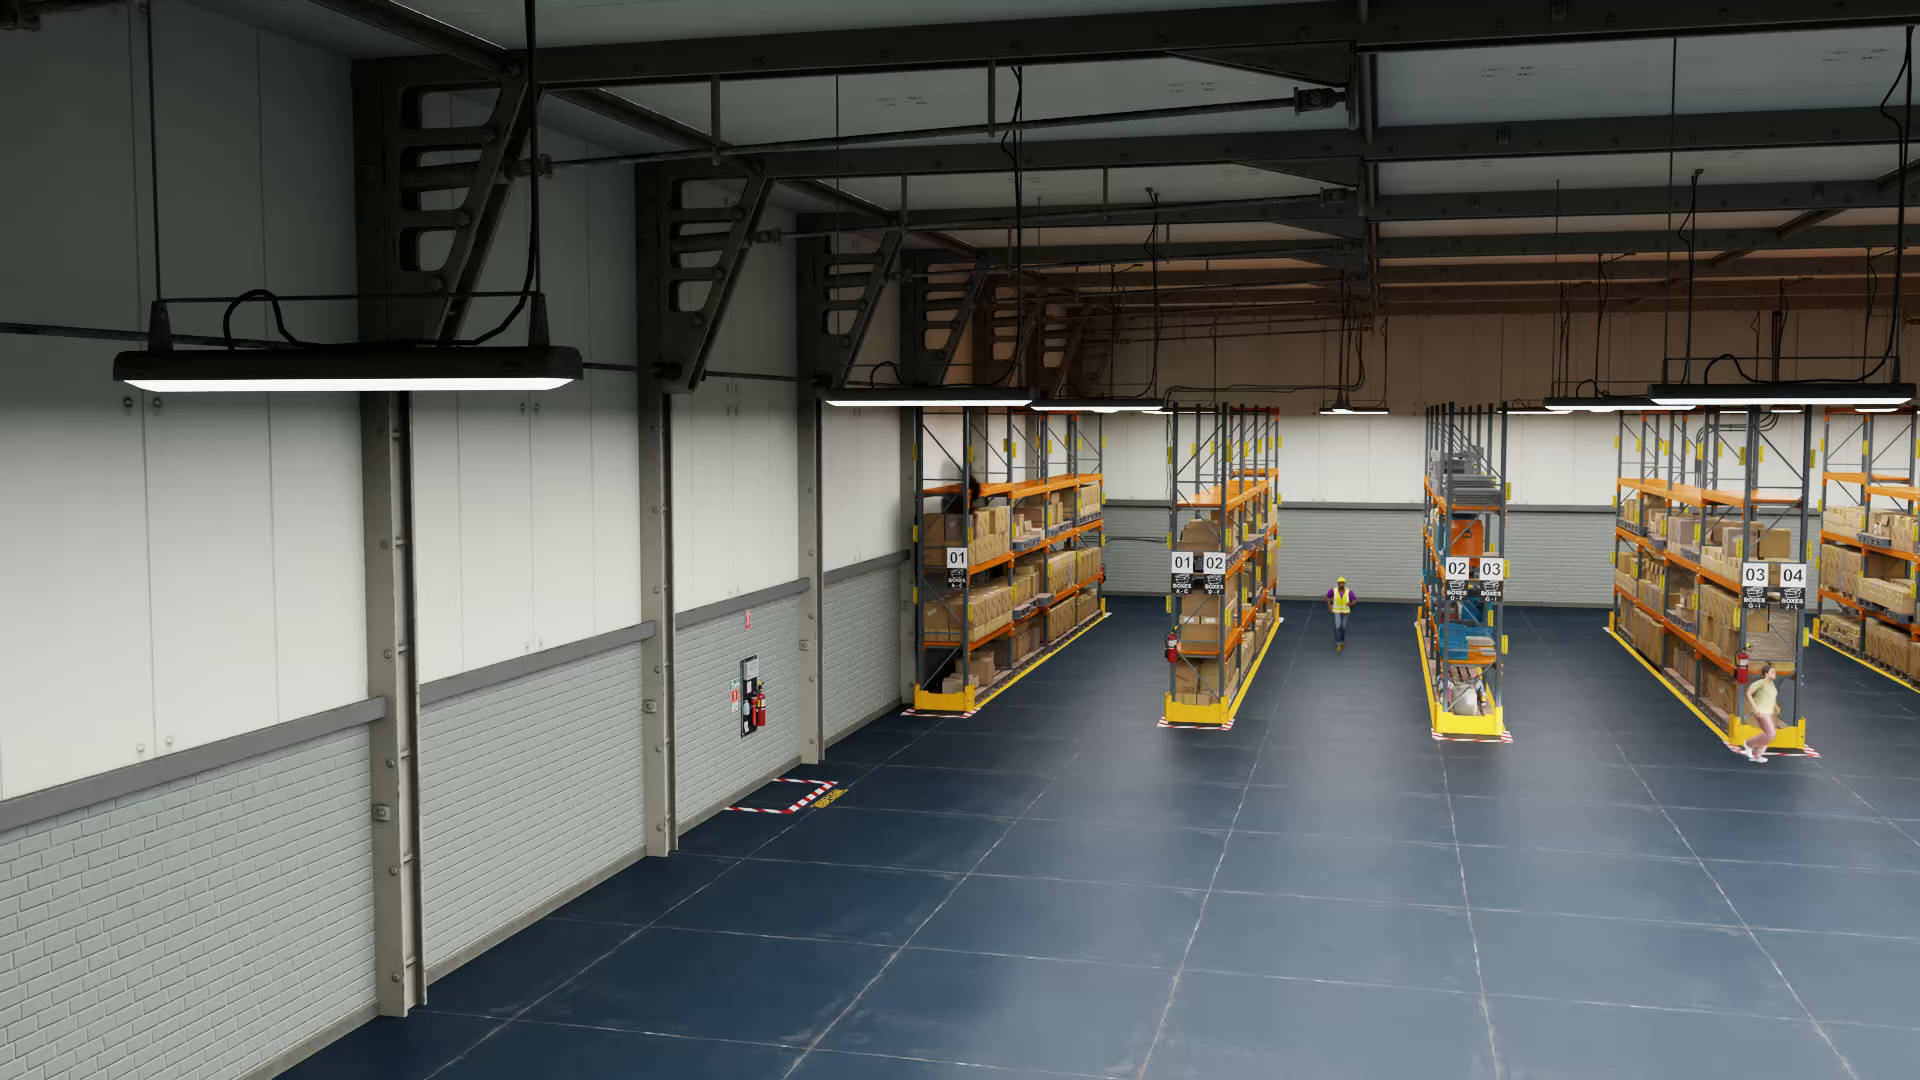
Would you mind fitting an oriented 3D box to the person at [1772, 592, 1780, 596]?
[{"bbox_3d":[20.658,1.776,42.066,0.586,1.744,0.802,1,4,18],"label":"person"}]

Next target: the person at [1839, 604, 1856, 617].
[{"bbox_3d":[23.498,1.638,43.906,0.749,1.689,0.599,4,6,42],"label":"person"}]

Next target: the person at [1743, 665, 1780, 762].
[{"bbox_3d":[13.335,2.876,27.596,0.596,1.621,0.521,-3,5,-35],"label":"person"}]

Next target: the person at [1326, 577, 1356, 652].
[{"bbox_3d":[9.375,1.815,40.885,0.701,1.798,0.801,0,4,6],"label":"person"}]
